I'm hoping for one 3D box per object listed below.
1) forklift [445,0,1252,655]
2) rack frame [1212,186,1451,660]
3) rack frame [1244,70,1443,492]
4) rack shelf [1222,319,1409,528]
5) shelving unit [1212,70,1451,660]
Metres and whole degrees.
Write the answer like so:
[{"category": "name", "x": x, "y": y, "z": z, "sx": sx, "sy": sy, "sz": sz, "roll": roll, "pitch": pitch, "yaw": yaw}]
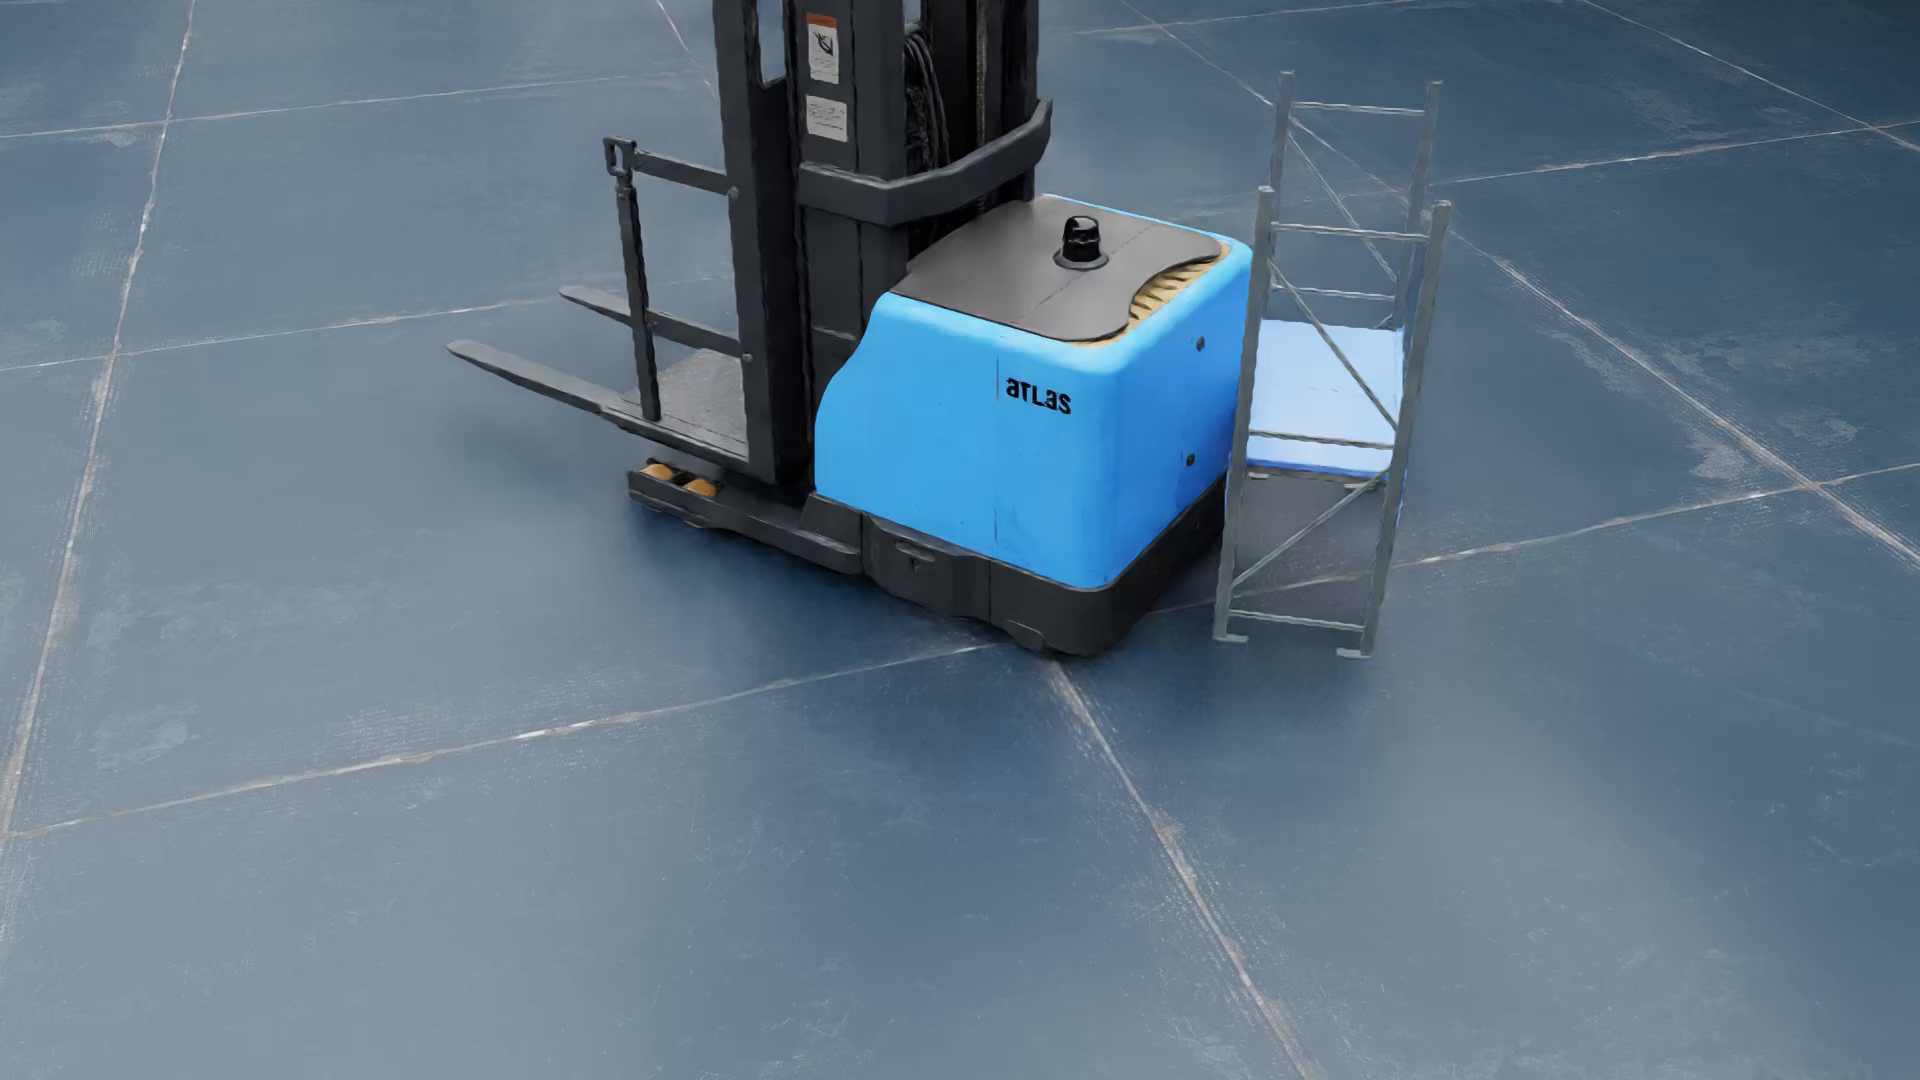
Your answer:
[{"category": "forklift", "x": -0.566, "y": -1.488, "z": 5.343, "sx": 3.031, "sy": 2.935, "sz": 1.130, "roll": 20, "pitch": 38, "yaw": 27}, {"category": "rack frame", "x": 1.046, "y": -0.288, "z": 4.826, "sx": 0.500, "sy": 1.500, "sz": 0.032, "roll": 7, "pitch": 34, "yaw": 10}, {"category": "rack frame", "x": 1.263, "y": -0.836, "z": 5.654, "sx": 0.500, "sy": 1.500, "sz": 0.032, "roll": 7, "pitch": 34, "yaw": 10}, {"category": "rack shelf", "x": 1.155, "y": -0.412, "z": 5.339, "sx": 0.538, "sy": 0.185, "sz": 1.000, "roll": 7, "pitch": 34, "yaw": 10}, {"category": "shelving unit", "x": 1.155, "y": -0.562, "z": 5.240, "sx": 0.538, "sy": 1.500, "sz": 1.048, "roll": 7, "pitch": 34, "yaw": 10}]
